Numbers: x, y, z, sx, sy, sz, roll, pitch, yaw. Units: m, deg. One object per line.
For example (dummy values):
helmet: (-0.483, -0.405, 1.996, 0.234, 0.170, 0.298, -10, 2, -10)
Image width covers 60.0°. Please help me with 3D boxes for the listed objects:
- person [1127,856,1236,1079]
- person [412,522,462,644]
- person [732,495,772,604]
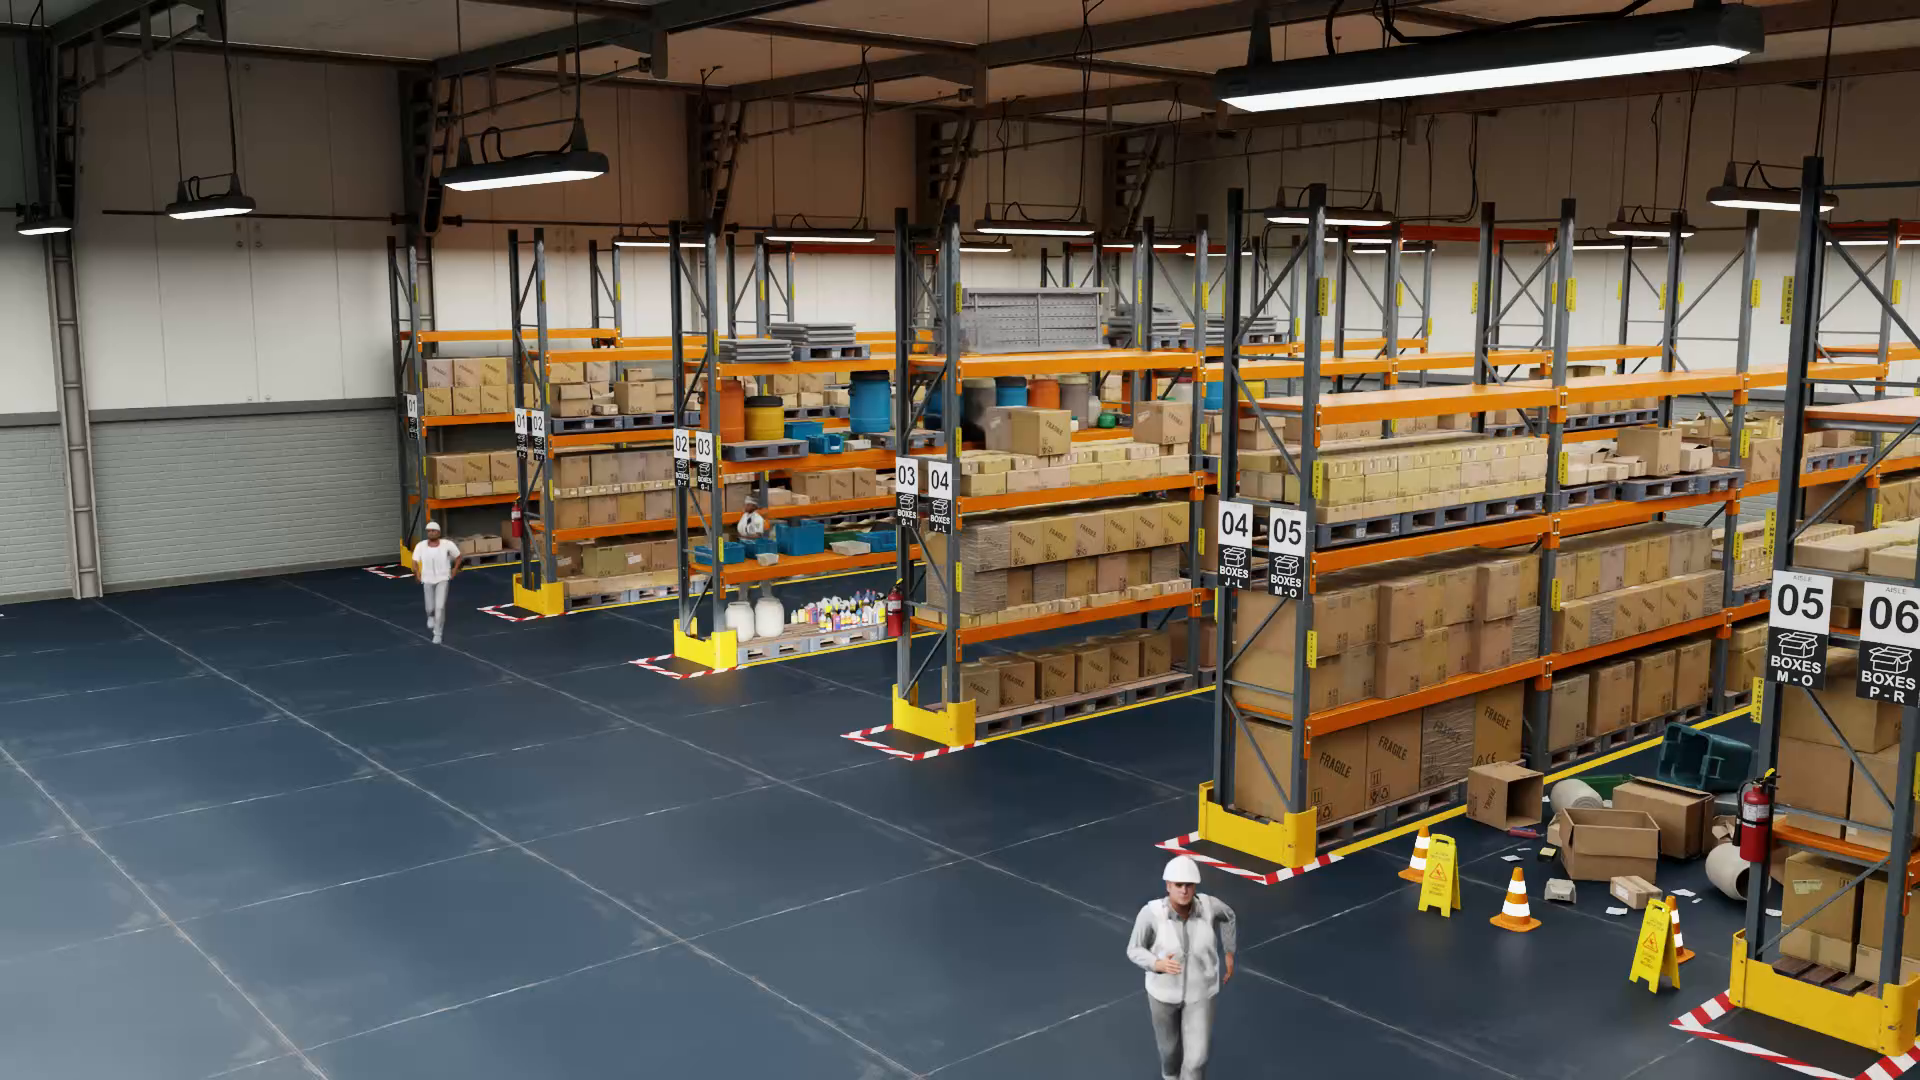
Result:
person: (1.347, 2.764, 10.135, 0.678, 1.816, 0.853, 0, 9, 3)
person: (-7.630, 0.595, 24.297, 0.706, 1.755, 0.793, -1, 9, -8)
person: (-3.161, 0.217, 25.079, 0.543, 1.813, 0.723, 7, 11, 38)
